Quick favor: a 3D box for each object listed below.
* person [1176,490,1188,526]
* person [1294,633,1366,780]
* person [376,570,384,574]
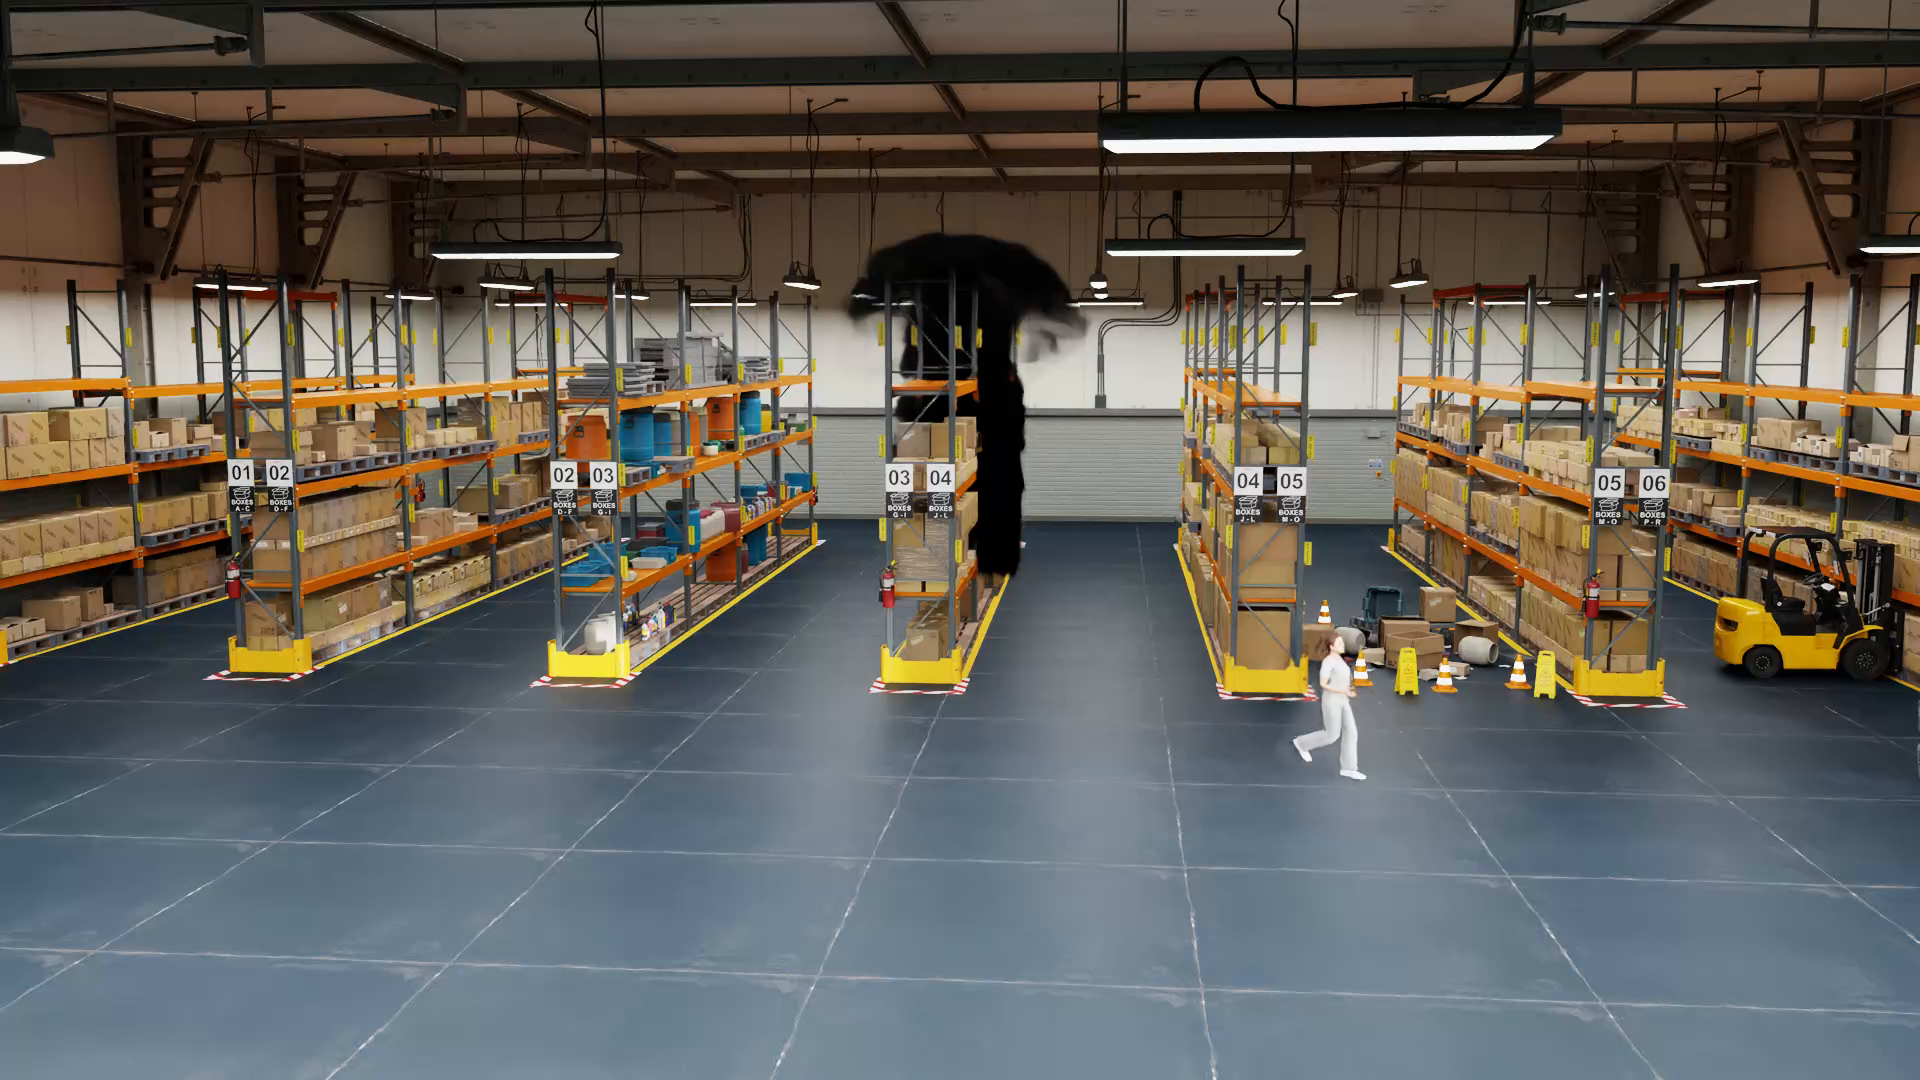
[{"bbox_3d":[5.606,-0.773,40.826,0.576,1.667,0.733,1,7,7],"label":"person"},{"bbox_3d":[4.260,1.879,19.036,0.881,1.660,0.553,5,9,37],"label":"person"},{"bbox_3d":[-11.428,0.272,32.304,0.537,1.585,0.893,0,7,4],"label":"person"}]
